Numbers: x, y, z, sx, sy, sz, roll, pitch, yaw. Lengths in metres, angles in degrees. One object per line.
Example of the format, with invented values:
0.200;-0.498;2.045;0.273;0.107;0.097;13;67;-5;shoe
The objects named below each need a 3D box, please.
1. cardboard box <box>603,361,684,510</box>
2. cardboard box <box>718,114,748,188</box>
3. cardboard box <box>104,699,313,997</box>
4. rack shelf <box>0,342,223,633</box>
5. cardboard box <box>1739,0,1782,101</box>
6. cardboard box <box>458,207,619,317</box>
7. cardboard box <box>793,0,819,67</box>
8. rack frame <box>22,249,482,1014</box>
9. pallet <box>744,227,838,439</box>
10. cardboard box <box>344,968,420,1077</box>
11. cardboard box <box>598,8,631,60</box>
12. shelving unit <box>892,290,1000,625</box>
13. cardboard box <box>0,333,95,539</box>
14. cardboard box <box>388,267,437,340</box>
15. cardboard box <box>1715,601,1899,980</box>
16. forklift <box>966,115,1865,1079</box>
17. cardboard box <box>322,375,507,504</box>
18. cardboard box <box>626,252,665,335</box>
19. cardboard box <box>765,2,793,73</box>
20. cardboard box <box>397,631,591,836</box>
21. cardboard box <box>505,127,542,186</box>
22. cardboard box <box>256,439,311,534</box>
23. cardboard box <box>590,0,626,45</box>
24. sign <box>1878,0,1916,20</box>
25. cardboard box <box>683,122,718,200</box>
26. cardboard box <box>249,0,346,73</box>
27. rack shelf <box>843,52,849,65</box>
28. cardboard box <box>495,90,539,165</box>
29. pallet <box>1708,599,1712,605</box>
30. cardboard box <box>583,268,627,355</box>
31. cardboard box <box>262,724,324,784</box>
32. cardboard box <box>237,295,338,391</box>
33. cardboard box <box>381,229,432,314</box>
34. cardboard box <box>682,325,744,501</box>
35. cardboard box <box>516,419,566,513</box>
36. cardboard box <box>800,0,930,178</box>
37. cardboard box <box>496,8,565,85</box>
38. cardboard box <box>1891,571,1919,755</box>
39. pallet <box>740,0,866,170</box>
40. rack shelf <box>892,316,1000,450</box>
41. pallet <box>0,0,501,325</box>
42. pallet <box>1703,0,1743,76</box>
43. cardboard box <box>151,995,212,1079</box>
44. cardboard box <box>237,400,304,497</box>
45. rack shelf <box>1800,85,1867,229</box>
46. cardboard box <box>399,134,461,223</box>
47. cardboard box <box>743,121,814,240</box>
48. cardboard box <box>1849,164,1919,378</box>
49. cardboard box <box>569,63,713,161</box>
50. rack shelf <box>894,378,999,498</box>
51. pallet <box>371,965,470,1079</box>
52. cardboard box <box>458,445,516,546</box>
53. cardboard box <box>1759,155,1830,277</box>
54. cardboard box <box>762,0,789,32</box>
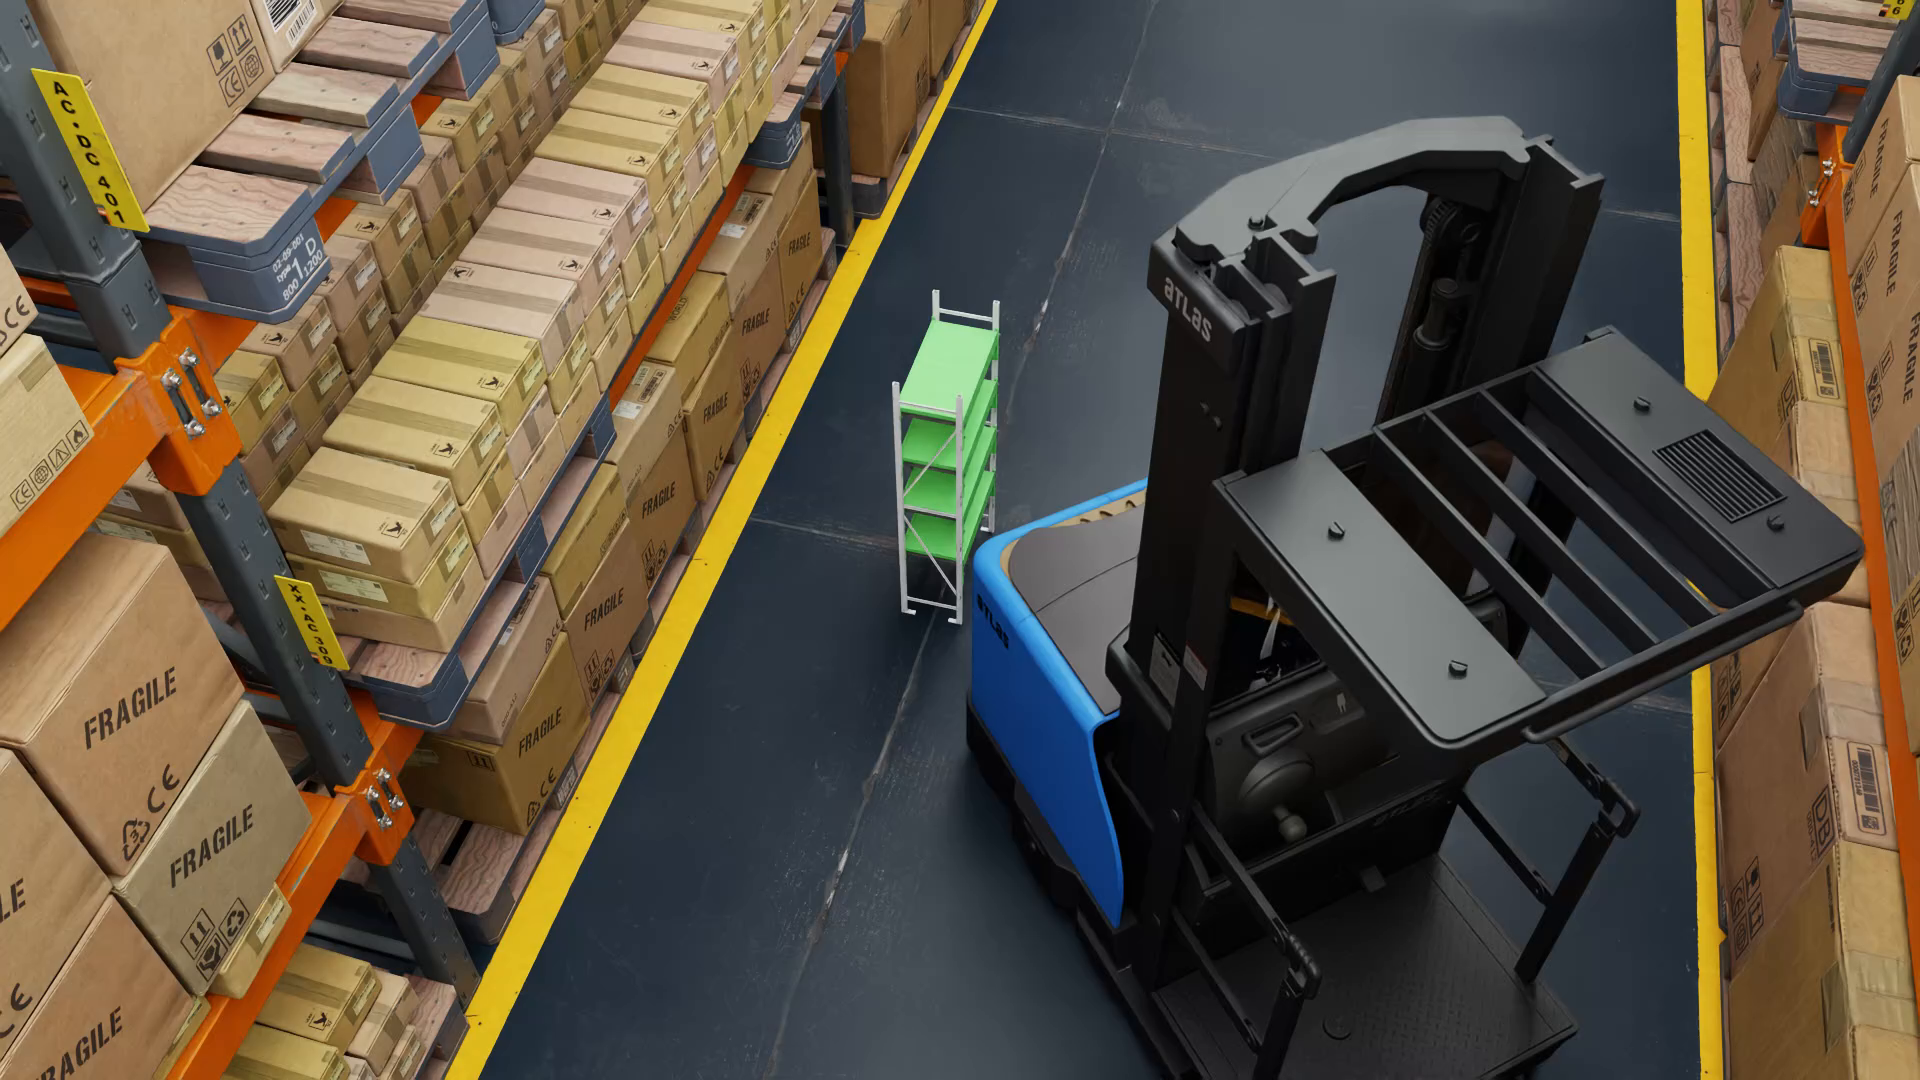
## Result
-1.327;-0.413;5.920;0.500;0.250;0.500;13;50;11;cardboard box
-0.959;-1.379;5.773;0.380;0.149;0.250;10;49;8;cardboard box
-1.907;0.657;3.824;0.500;0.500;0.500;12;50;10;cardboard box
-2.579;1.075;2.199;1.077;0.370;4.000;12;50;10;rack shelf
4.339;-2.485;8.235;0.700;0.500;0.500;8;49;7;cardboard box
-1.232;-0.817;4.880;0.380;0.149;0.250;11;50;10;cardboard box
-0.753;-1.940;6.268;0.380;0.149;0.250;11;50;10;cardboard box
-2.052;0.383;4.331;1.000;3.000;0.127;12;50;10;rack frame
-1.207;-1.023;7.431;1.003;0.211;1.213;12;50;10;pallet
-1.828;1.379;4.874;0.380;0.149;0.250;12;50;11;cardboard box
-1.453;-1.893;6.227;0.380;0.149;0.250;14;50;12;cardboard box
-0.044;-0.277;6.113;0.258;1.200;0.503;12;50;10;shelving unit
-1.921;-0.152;2.902;0.500;0.250;0.500;13;50;11;cardboard box
-1.869;-0.751;5.218;0.380;0.149;0.250;10;49;8;cardboard box
3.090;0.885;5.024;1.225;0.875;0.875;10;49;9;cardboard box
1.144;0.576;4.205;1.130;2.935;3.031;-21;52;-18;forklift
-1.437;-0.267;4.395;0.380;0.149;0.250;13;50;11;cardboard box
-1.166;-0.813;5.273;0.380;0.149;0.250;11;49;9;cardboard box
-0.826;-1.833;5.975;0.380;0.149;0.250;13;50;11;cardboard box
-1.602;0.589;5.536;0.500;0.500;0.500;13;50;11;cardboard box
-1.659;-1.323;5.724;0.380;0.149;0.250;12;50;11;cardboard box
-2.071;-0.188;4.721;0.380;0.149;0.250;12;50;10;cardboard box
-1.457;-1.965;6.091;0.380;0.149;0.250;10;49;9;cardboard box
3.233;-1.916;5.640;0.100;0.325;0.005;12;50;10;sign
-1.028;-1.284;5.491;0.380;0.149;0.250;13;50;11;cardboard box
-1.618;-1.315;3.607;0.500;0.311;0.500;11;49;10;cardboard box
-0.473;-3.719;8.431;1.077;0.370;4.000;12;50;10;rack shelf
-1.658;-1.423;5.613;0.380;0.149;0.250;11;50;10;cardboard box
3.479;0.019;6.511;1.003;0.211;1.213;12;50;10;pallet
-1.234;-0.724;4.996;0.380;0.149;0.250;13;50;12;cardboard box
-2.100;0.486;5.627;0.500;0.500;0.500;11;49;9;cardboard box
-1.995;-0.580;4.671;0.380;0.149;0.250;10;49;9;cardboard box
-1.864;-0.855;5.112;0.380;0.149;0.250;9;49;8;cardboard box
-1.184;-0.534;6.527;0.500;0.500;0.500;10;49;8;cardboard box
-1.368;-0.249;4.776;0.380;0.149;0.250;12;50;10;cardboard box
-0.752;-2.328;7.943;1.050;0.750;0.750;11;49;10;cardboard box
-1.585;-1.708;5.667;0.380;0.149;0.250;14;50;12;cardboard box
2.834;0.273;4.360;0.500;0.500;0.500;11;49;10;cardboard box
-1.084;-1.911;6.482;1.213;0.211;1.003;12;50;10;pallet
-0.044;-0.553;5.801;0.258;0.148;0.480;12;50;10;rack shelf
-1.787;-0.973;3.652;1.213;0.211;1.003;12;50;10;pallet
4.608;-2.866;9.057;1.003;0.211;1.213;12;50;10;pallet
-1.992;1.108;3.858;0.380;0.149;0.250;13;50;12;cardboard box
-2.070;-0.289;4.613;0.380;0.149;0.250;12;50;10;cardboard box
4.285;-2.667;7.502;1.077;0.370;4.000;12;50;10;rack shelf
-1.791;-1.142;5.166;0.380;0.149;0.250;10;49;8;cardboard box
-0.927;-1.524;6.900;0.500;0.250;0.500;11;49;9;cardboard box
3.235;-0.820;5.326;0.500;0.500;0.500;10;49;9;cardboard box
-1.029;-1.384;5.380;0.380;0.149;0.250;14;50;12;cardboard box
-0.044;-0.394;5.981;0.258;0.148;0.480;12;50;10;rack shelf
-2.195;1.798;4.941;1.003;0.211;1.213;12;50;10;pallet
-1.439;-0.154;4.493;0.380;0.149;0.250;11;49;9;cardboard box
3.916;-1.266;7.159;0.700;0.500;0.500;9;49;8;cardboard box
-0.823;-1.948;5.878;0.380;0.149;0.250;13;50;11;cardboard box
